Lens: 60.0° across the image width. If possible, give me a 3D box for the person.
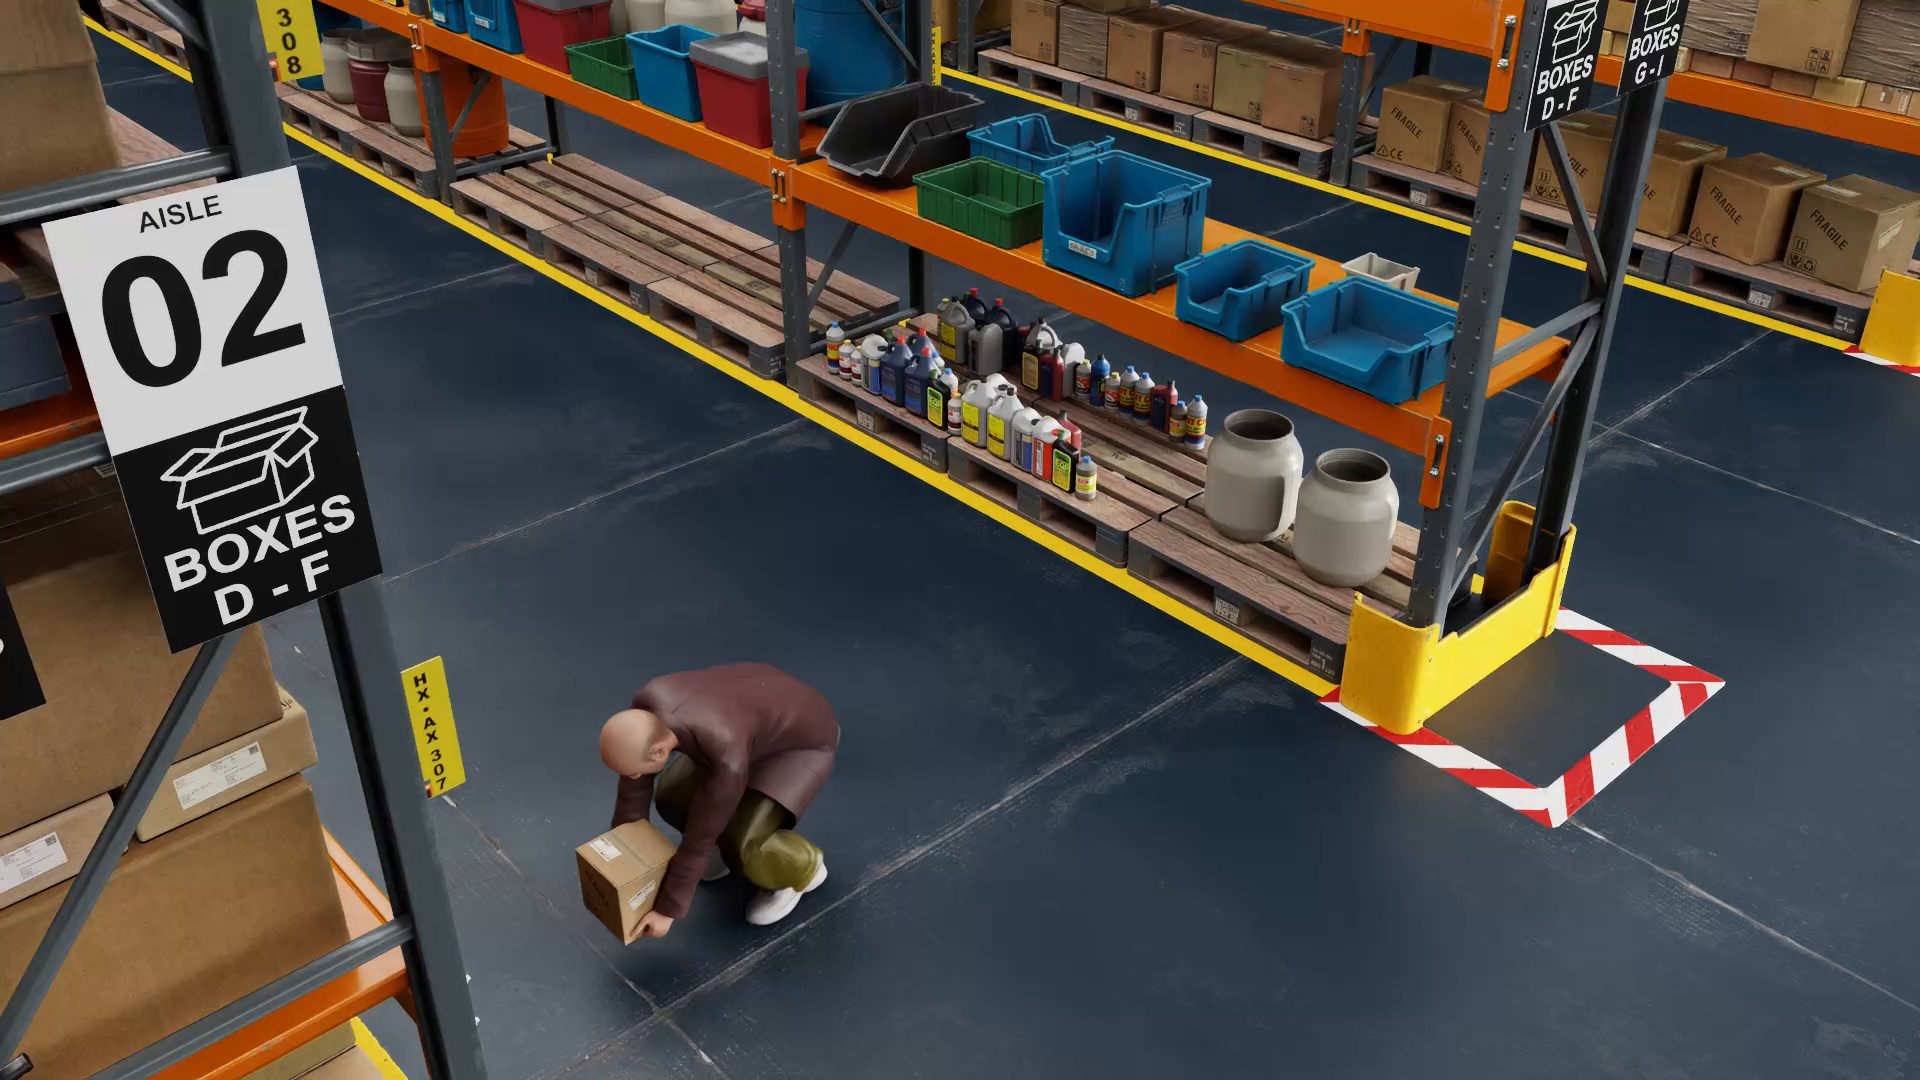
[{"bbox_3d":[-0.808,0.828,5.540,0.938,1.000,0.585,-27,40,-37],"label":"person"}]
